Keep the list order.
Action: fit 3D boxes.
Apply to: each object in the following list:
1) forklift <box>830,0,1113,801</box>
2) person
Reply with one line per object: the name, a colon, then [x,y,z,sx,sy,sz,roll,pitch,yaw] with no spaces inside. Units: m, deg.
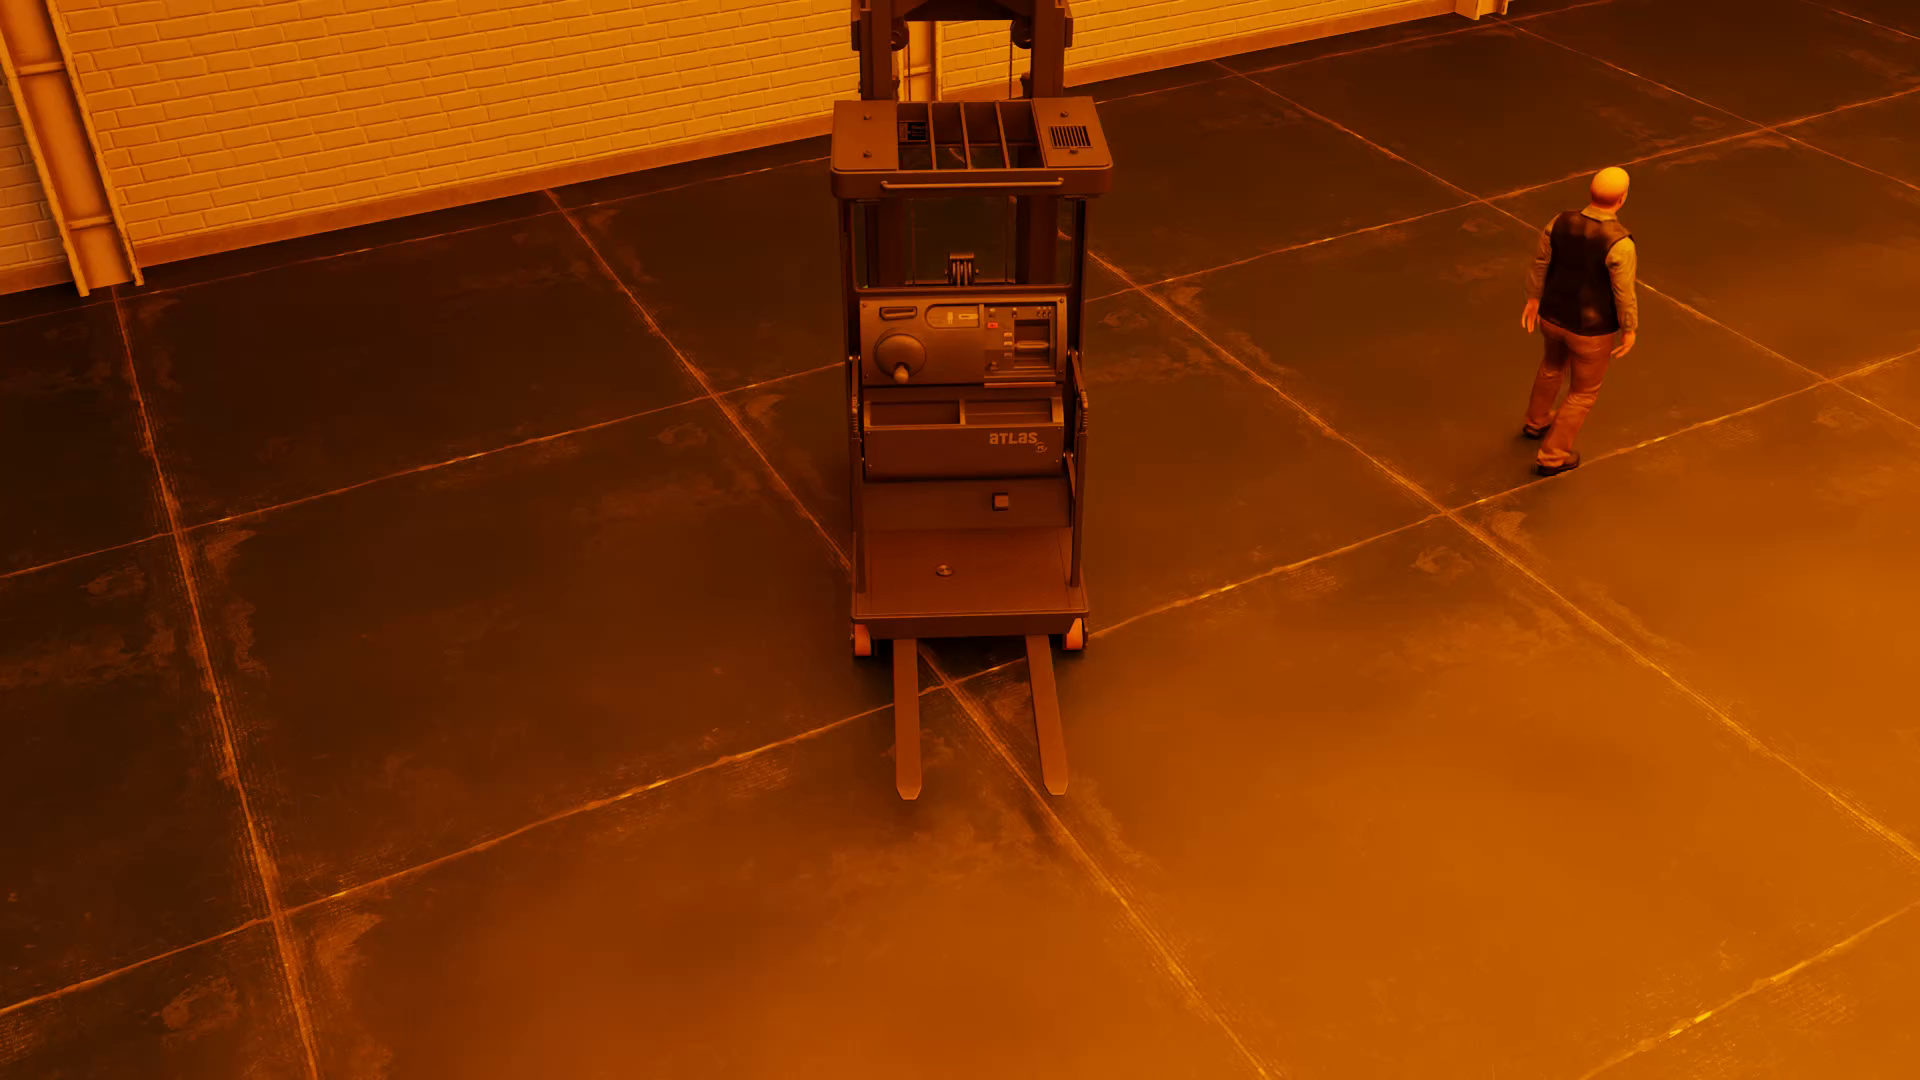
forklift: [0.028,-0.838,7.308,1.130,2.935,3.031,-1,35,-2]
person: [3.342,-1.162,8.878,0.535,1.763,0.621,-22,41,-28]
